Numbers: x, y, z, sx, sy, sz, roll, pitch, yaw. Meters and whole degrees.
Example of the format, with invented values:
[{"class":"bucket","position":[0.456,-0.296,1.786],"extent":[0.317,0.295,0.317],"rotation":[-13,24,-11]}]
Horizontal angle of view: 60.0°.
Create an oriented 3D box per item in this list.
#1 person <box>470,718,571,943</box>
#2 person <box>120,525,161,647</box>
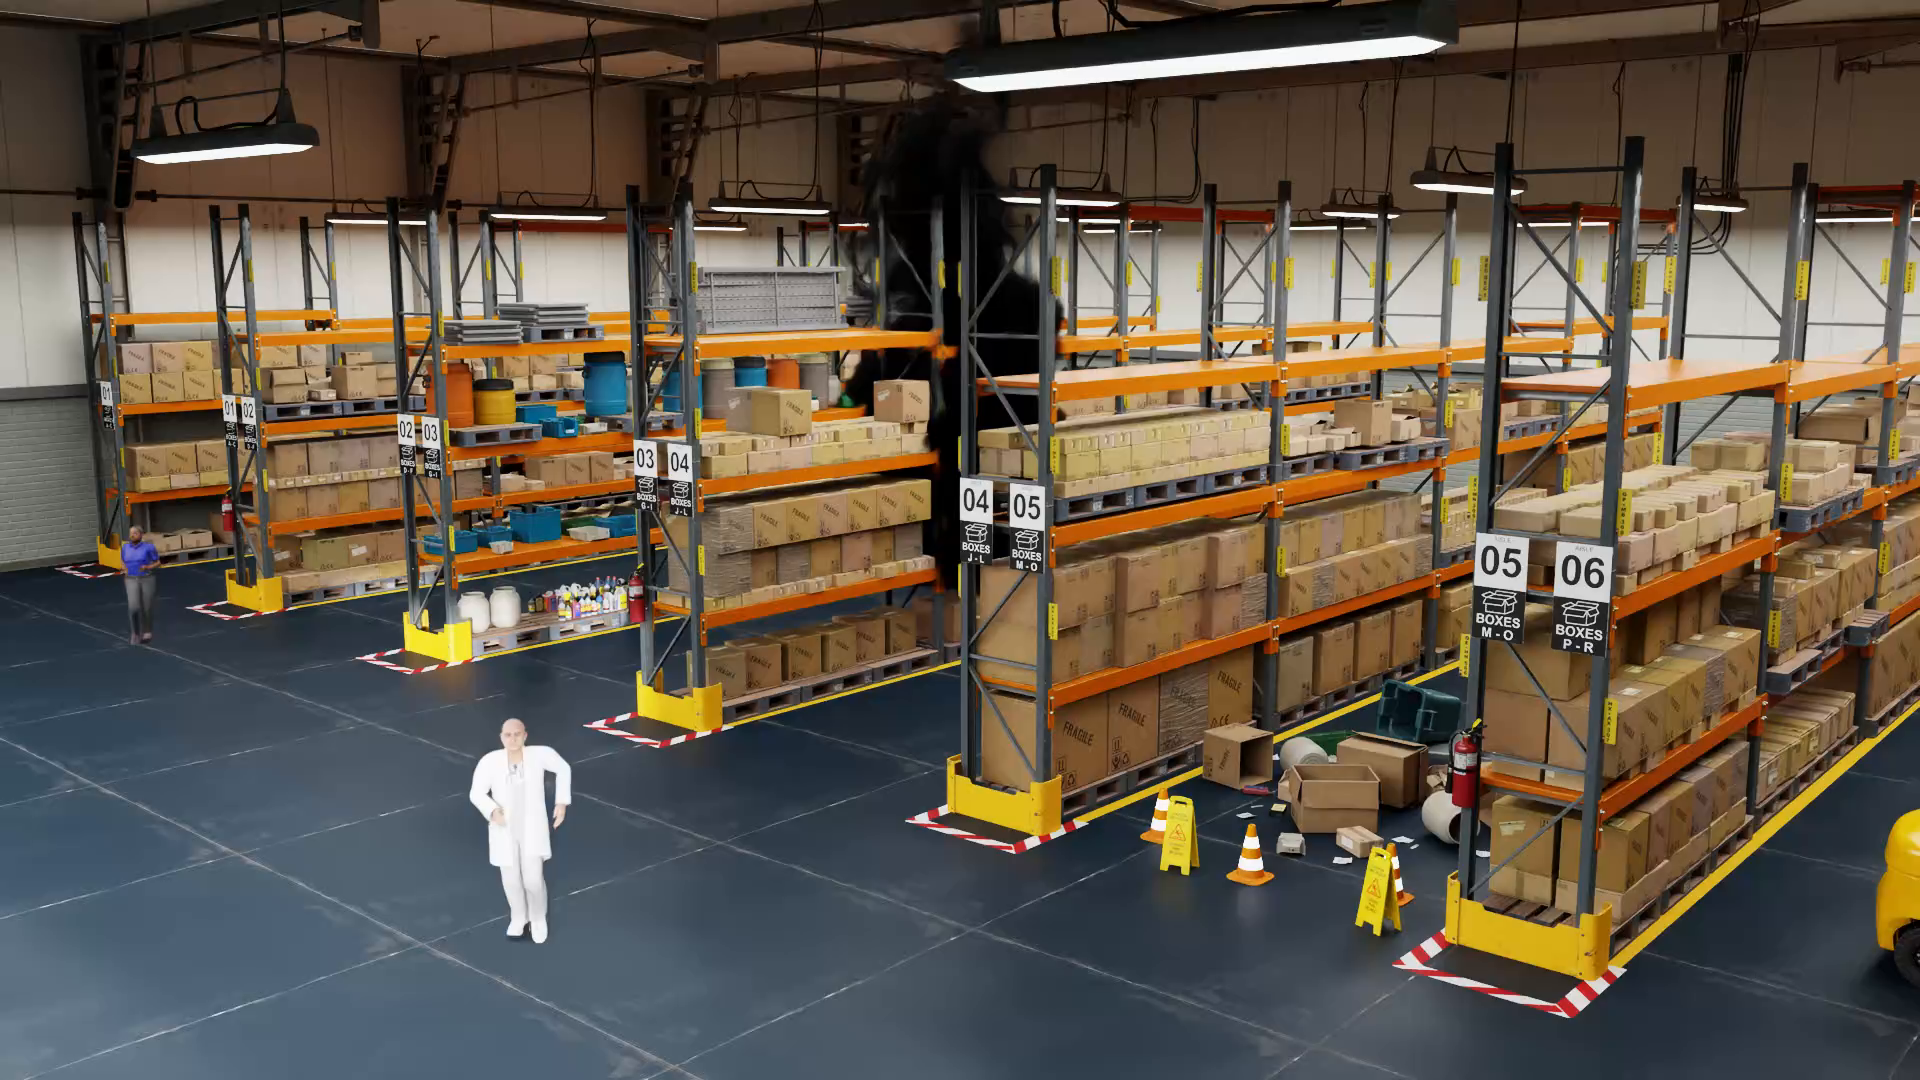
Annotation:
[{"class":"person","position":[-3.332,2.233,12.644],"extent":[0.732,1.798,0.745],"rotation":[-2,10,-10]},{"class":"person","position":[-11.147,0.629,22.636],"extent":[0.548,1.684,0.693],"rotation":[-3,10,-16]}]
